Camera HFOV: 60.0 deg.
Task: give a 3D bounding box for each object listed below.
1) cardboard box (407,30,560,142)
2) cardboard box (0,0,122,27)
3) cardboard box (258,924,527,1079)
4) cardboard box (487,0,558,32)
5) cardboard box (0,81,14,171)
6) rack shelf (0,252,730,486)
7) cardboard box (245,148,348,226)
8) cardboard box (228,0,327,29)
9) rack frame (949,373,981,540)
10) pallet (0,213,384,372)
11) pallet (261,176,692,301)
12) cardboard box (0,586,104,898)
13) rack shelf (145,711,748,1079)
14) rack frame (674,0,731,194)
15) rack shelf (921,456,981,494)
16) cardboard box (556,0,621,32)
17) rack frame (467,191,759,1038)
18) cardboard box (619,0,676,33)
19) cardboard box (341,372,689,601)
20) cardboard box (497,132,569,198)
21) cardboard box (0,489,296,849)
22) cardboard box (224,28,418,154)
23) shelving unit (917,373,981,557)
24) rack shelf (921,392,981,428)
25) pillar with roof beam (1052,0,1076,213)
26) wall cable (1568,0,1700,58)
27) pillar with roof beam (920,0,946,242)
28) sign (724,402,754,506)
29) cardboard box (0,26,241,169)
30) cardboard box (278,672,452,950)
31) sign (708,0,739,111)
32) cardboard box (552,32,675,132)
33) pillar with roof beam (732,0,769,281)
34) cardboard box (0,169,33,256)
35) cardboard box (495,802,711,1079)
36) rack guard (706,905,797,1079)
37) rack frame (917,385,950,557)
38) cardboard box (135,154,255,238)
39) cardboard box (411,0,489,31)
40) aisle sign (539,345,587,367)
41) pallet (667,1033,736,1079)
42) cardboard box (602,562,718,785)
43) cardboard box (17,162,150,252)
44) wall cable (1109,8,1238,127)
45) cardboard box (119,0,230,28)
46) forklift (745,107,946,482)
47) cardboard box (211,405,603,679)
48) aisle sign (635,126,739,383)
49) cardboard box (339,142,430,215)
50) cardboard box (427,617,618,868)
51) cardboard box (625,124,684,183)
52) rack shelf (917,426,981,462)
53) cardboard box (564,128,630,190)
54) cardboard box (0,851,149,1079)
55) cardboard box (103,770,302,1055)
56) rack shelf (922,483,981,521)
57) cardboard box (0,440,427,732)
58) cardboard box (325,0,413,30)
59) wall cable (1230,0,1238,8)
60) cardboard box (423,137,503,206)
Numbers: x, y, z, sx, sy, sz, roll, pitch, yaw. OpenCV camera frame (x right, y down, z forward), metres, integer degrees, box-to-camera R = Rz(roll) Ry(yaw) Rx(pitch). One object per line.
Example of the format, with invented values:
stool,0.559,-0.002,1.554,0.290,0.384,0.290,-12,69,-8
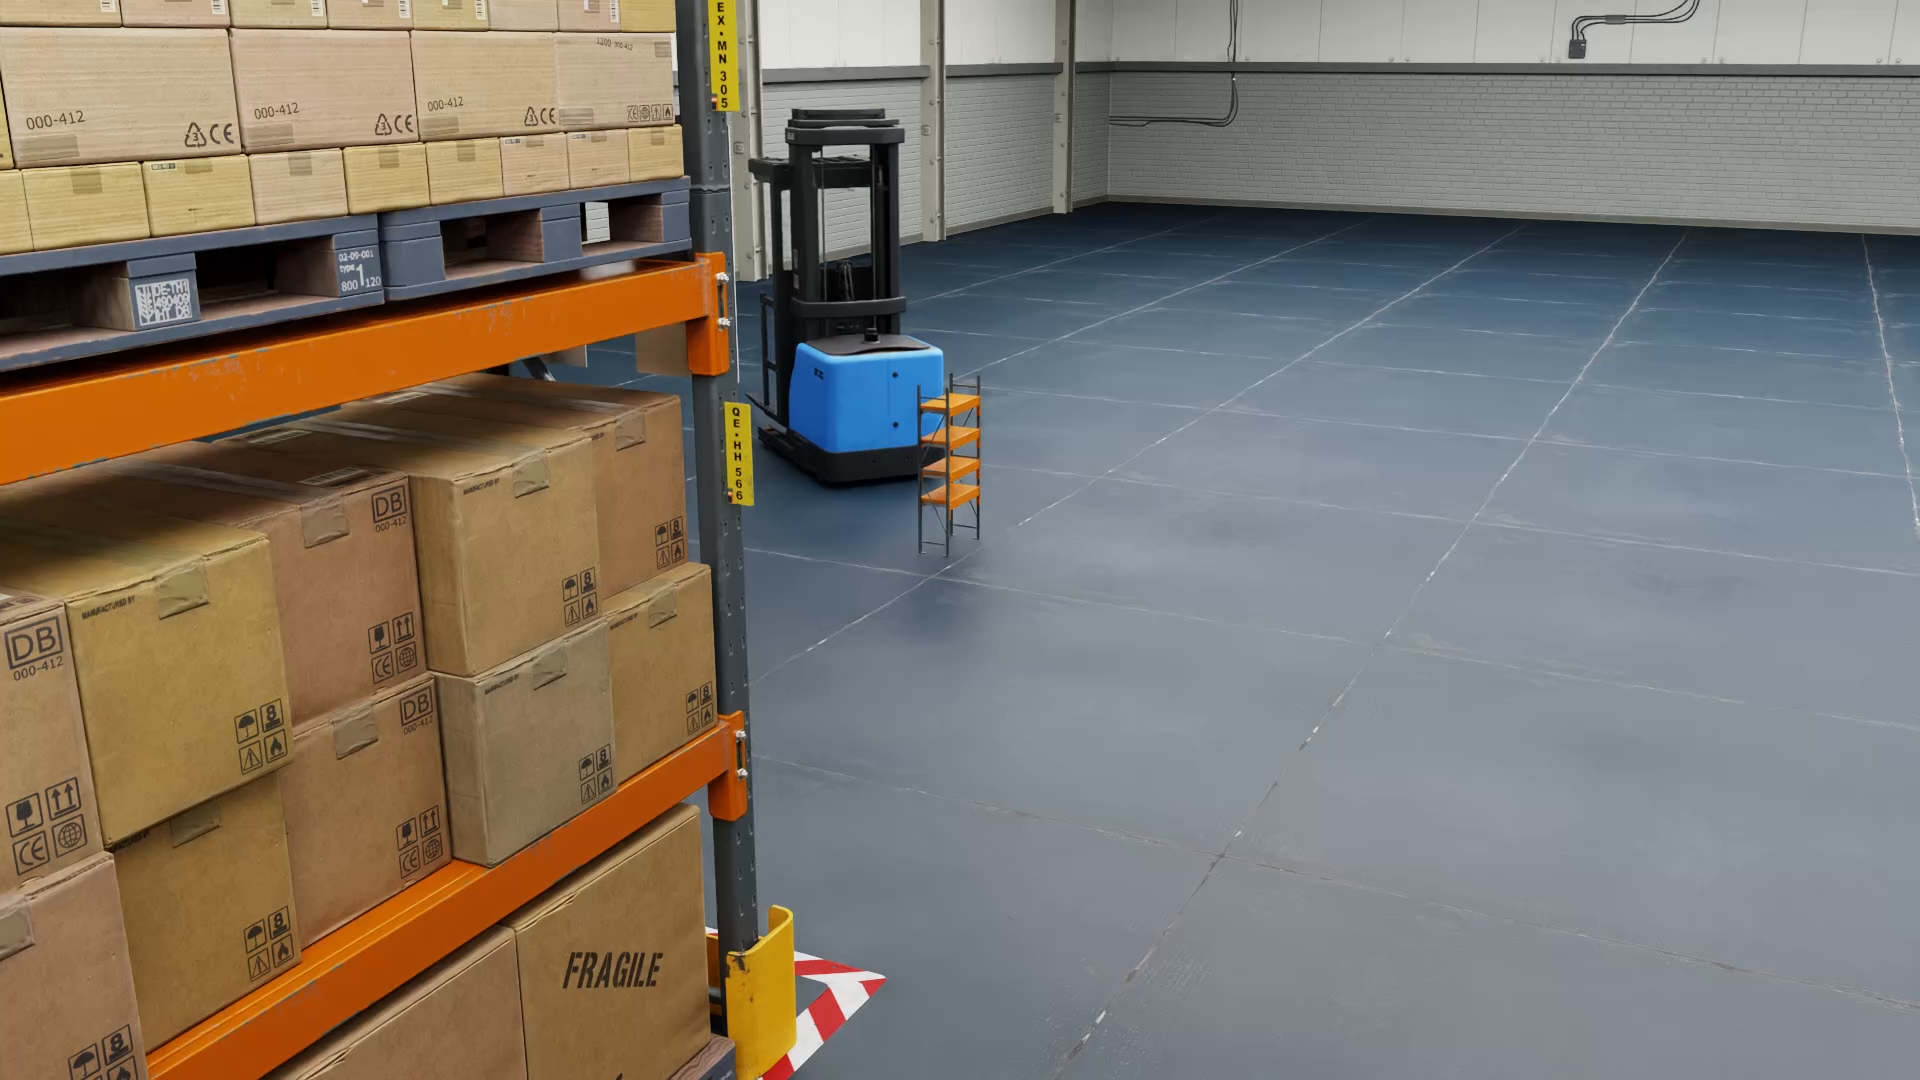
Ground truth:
cardboard box,-1.367,-1.143,4.164,0.500,0.250,0.500,8,18,25
cardboard box,-1.815,-1.040,3.116,0.380,0.149,0.250,8,18,25
cardboard box,-1.809,1.550,4.532,0.875,0.875,0.875,8,18,25
cardboard box,-1.248,-1.364,4.208,0.380,0.149,0.250,8,19,26
cardboard box,-2.043,-0.758,2.868,0.500,0.250,0.500,8,18,25
rack shelf,-2.068,-0.256,3.615,1.077,0.370,4.000,8,18,25
cardboard box,-1.588,-0.788,3.669,0.380,0.149,0.250,8,18,26
cardboard box,-1.589,-1.169,3.551,0.380,0.149,0.250,8,18,25
rack frame,0.035,-0.595,11.921,0.240,1.200,0.015,8,18,25
pallet,-2.040,-0.566,3.549,1.003,0.211,1.213,8,18,25
pallet,-1.496,-0.878,4.599,1.003,0.211,1.213,8,18,25
cardboard box,-2.260,0.392,3.276,0.875,0.550,0.550,8,18,25
rack shelf,-2.068,1.182,4.042,1.077,0.370,4.000,8,18,25
rack frame,-1.174,-2.549,4.800,1.000,3.000,0.127,8,18,25
rack shelf,-0.074,-0.469,11.731,0.258,0.148,0.480,8,18,25
cardboard box,-1.134,-1.429,4.428,0.380,0.149,0.250,8,18,26
rack frame,-1.174,0.327,5.654,1.000,3.000,0.127,8,18,25
cardboard box,-1.021,-1.493,4.641,0.380,0.149,0.250,8,18,26
cardboard box,-1.375,-0.173,5.178,0.875,0.550,0.550,8,18,25
cardboard box,-1.247,-0.982,4.322,0.380,0.149,0.250,8,18,26
cardboard box,-2.030,0.256,3.734,0.875,0.550,0.500,8,18,25
cardboard box,-1.592,-1.015,3.734,0.500,0.250,0.500,8,18,25
shelving unit,-0.074,-0.533,11.712,0.258,1.200,0.503,8,18,25
rack shelf,-0.074,-0.910,11.600,0.258,0.148,0.480,8,18,25
pillar with roof beam,6.049,-10.814,32.629,9.100,9.000,0.400,8,18,25
wall cable,13.183,-12.363,31.869,2.305,6.003,0.169,8,18,25
pillar with roof beam,3.368,-9.286,27.484,9.100,9.000,0.400,8,18,25
sign,-0.695,-0.269,5.211,0.100,0.325,0.005,8,18,25
cardboard box,-1.818,-0.887,3.302,0.500,0.250,0.500,8,18,26
cardboard box,-1.888,0.625,4.388,0.875,0.550,0.550,8,18,25
sign,-0.695,-1.425,4.868,0.100,0.325,0.005,8,18,25
cardboard box,-1.143,-1.270,4.593,0.500,0.250,0.500,8,18,26
pillar with roof beam,0.687,-7.758,22.338,9.100,9.000,0.400,8,18,25
cardboard box,-1.927,-0.595,3.018,0.380,0.149,0.250,8,18,25
cardboard box,-1.418,1.326,5.287,0.875,0.875,0.875,8,18,26
rack guard,-1.163,1.519,6.031,1.175,0.500,0.348,8,18,25
rack frame,-0.183,-0.471,11.502,0.240,1.200,0.015,8,18,25
cardboard box,-1.701,-0.723,3.451,0.380,0.149,0.250,8,18,26
cardboard box,-1.363,-1.298,3.985,0.380,0.149,0.250,8,19,26
aisle sign,-1.411,-0.975,5.474,0.394,0.787,0.004,8,18,25
pallet,-1.461,1.878,5.332,1.003,0.211,1.213,8,18,25
cardboard box,-1.299,0.356,5.295,0.875,0.550,0.550,8,18,25
cardboard box,-1.815,-0.658,3.230,0.380,0.149,0.250,8,18,26
wall cable,4.697,-10.456,36.875,3.097,2.526,0.112,8,18,25
cardboard box,-1.703,-1.104,3.333,0.380,0.149,0.250,8,18,26
forklift,-1.160,-2.246,14.437,1.130,2.935,3.031,-7,18,-22
cardboard box,-1.538,-0.021,4.666,0.875,0.550,0.550,8,18,25
aisle sign,-0.874,-0.899,5.217,0.394,0.787,0.004,8,18,25
cardboard box,-1.474,-0.852,3.886,0.380,0.149,0.250,8,18,25
cardboard box,-1.526,0.498,4.814,0.875,0.550,0.550,8,18,25
cardboard box,-1.019,-1.112,4.759,0.380,0.149,0.250,8,18,25
rack shelf,-0.074,-0.683,11.667,0.258,0.148,0.480,8,18,25
cardboard box,-1.133,-1.048,4.543,0.380,0.149,0.250,8,18,26
cardboard box,-2.235,0.913,3.418,0.875,0.550,0.550,8,18,25
cardboard box,-2.088,0.765,3.916,0.875,0.550,0.500,8,18,25
rack shelf,-0.074,-0.278,11.787,0.258,0.148,0.480,8,18,25
cardboard box,-1.910,0.104,4.244,0.875,0.550,0.550,8,18,25
cardboard box,-1.475,-1.234,3.772,0.380,0.149,0.250,8,18,26
wall cable,7.118,-12.532,34.998,3.097,2.526,0.112,8,18,25
cardboard box,-1.360,-0.918,4.106,0.380,0.149,0.250,8,18,26
